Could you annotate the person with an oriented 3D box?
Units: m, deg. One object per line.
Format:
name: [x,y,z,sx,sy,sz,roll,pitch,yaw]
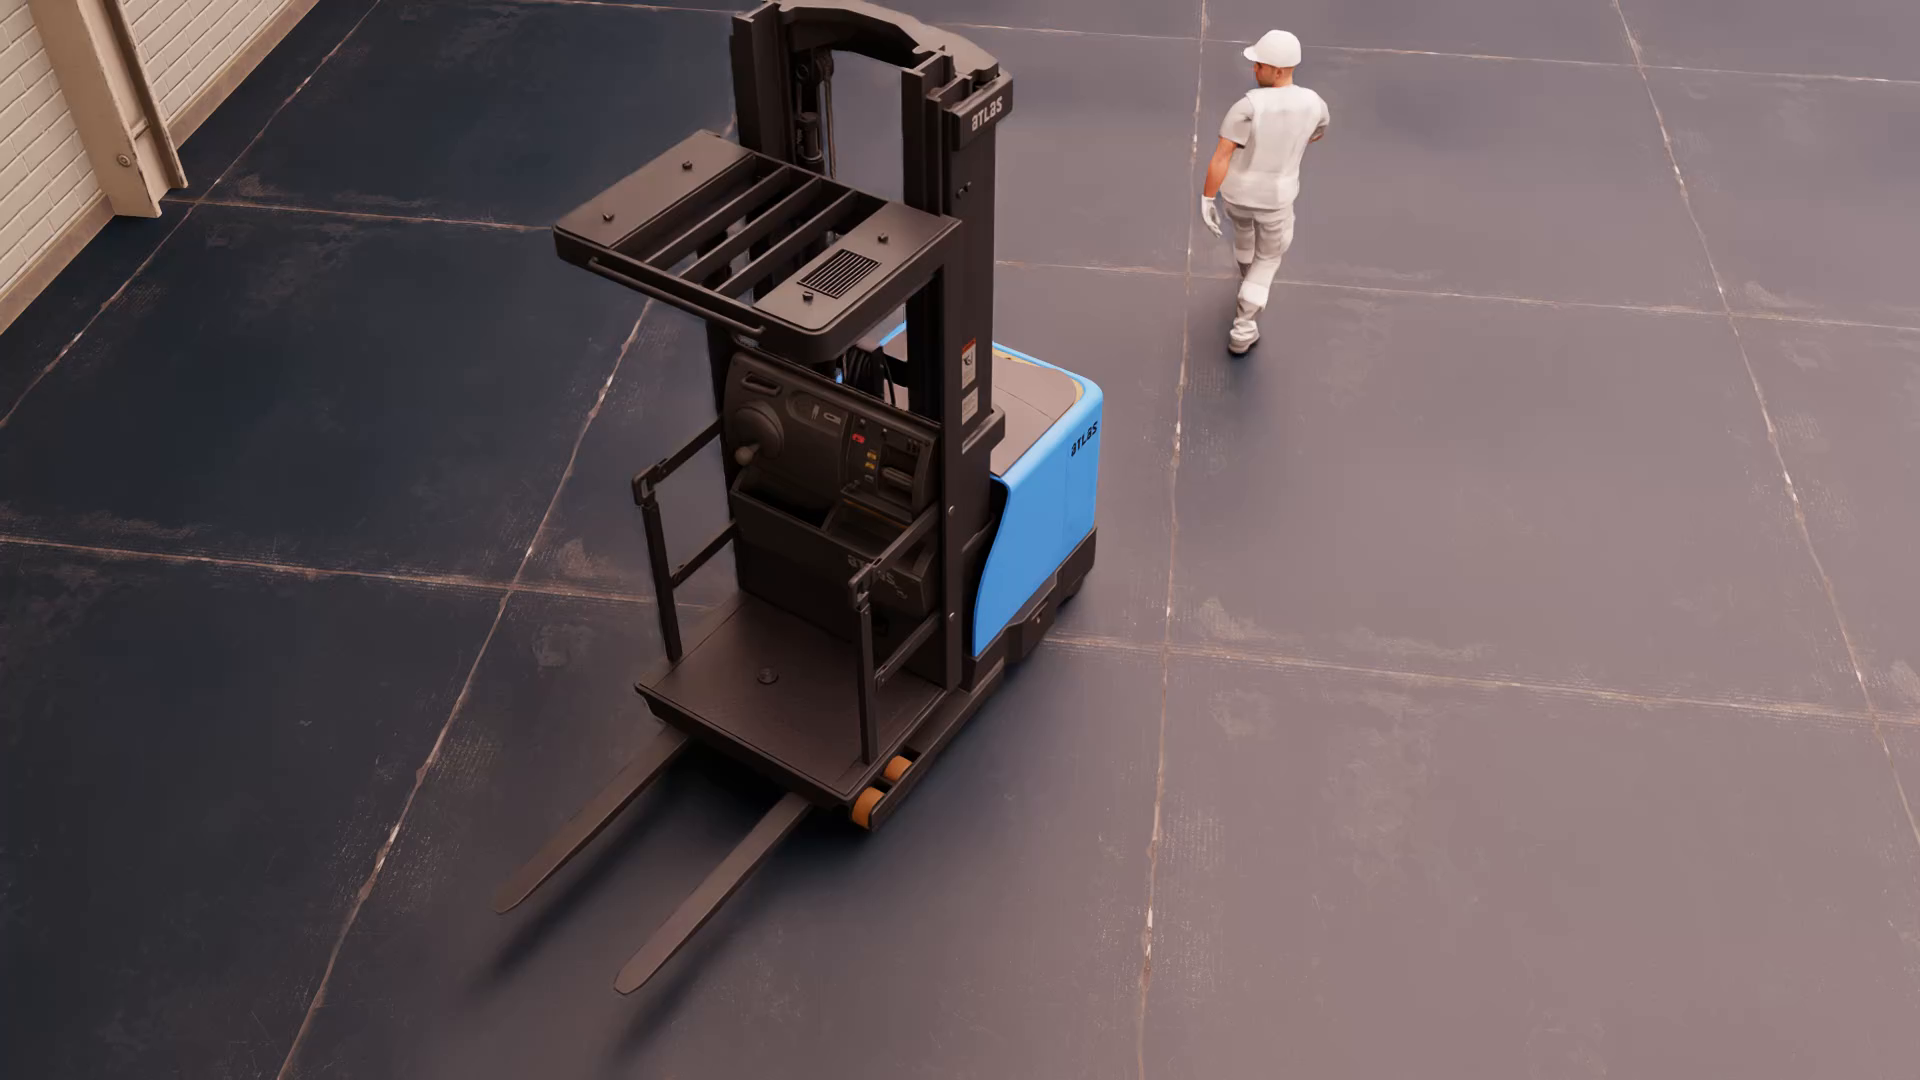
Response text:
person: [1.577,-1.838,8.645,0.560,1.713,0.986,10,43,10]

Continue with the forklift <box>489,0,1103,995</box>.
forklift: [-0.613,-0.297,6.048,1.130,2.935,3.031,24,48,24]
